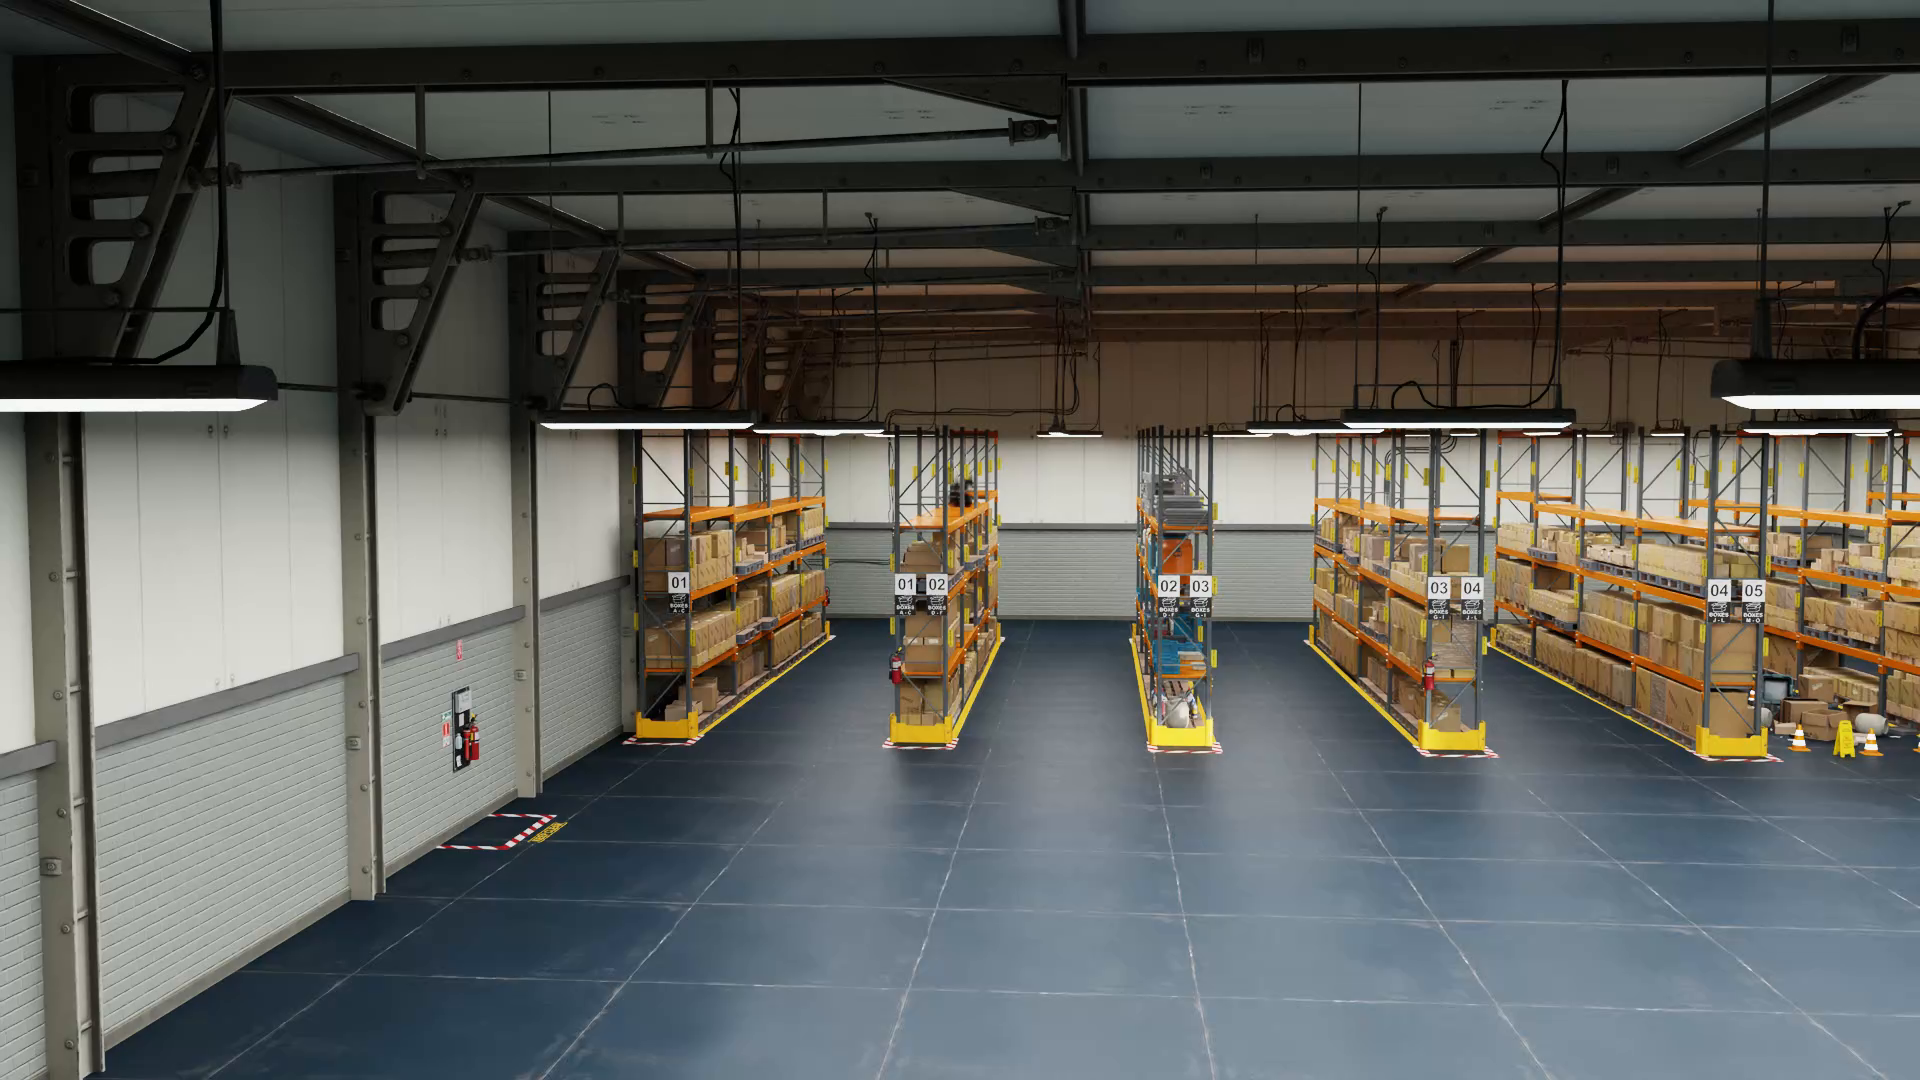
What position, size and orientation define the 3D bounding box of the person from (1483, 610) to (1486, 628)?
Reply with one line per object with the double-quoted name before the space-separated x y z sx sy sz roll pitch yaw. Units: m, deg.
"person" 13.363 2.306 43.114 0.601 1.679 0.816 0 3 2
